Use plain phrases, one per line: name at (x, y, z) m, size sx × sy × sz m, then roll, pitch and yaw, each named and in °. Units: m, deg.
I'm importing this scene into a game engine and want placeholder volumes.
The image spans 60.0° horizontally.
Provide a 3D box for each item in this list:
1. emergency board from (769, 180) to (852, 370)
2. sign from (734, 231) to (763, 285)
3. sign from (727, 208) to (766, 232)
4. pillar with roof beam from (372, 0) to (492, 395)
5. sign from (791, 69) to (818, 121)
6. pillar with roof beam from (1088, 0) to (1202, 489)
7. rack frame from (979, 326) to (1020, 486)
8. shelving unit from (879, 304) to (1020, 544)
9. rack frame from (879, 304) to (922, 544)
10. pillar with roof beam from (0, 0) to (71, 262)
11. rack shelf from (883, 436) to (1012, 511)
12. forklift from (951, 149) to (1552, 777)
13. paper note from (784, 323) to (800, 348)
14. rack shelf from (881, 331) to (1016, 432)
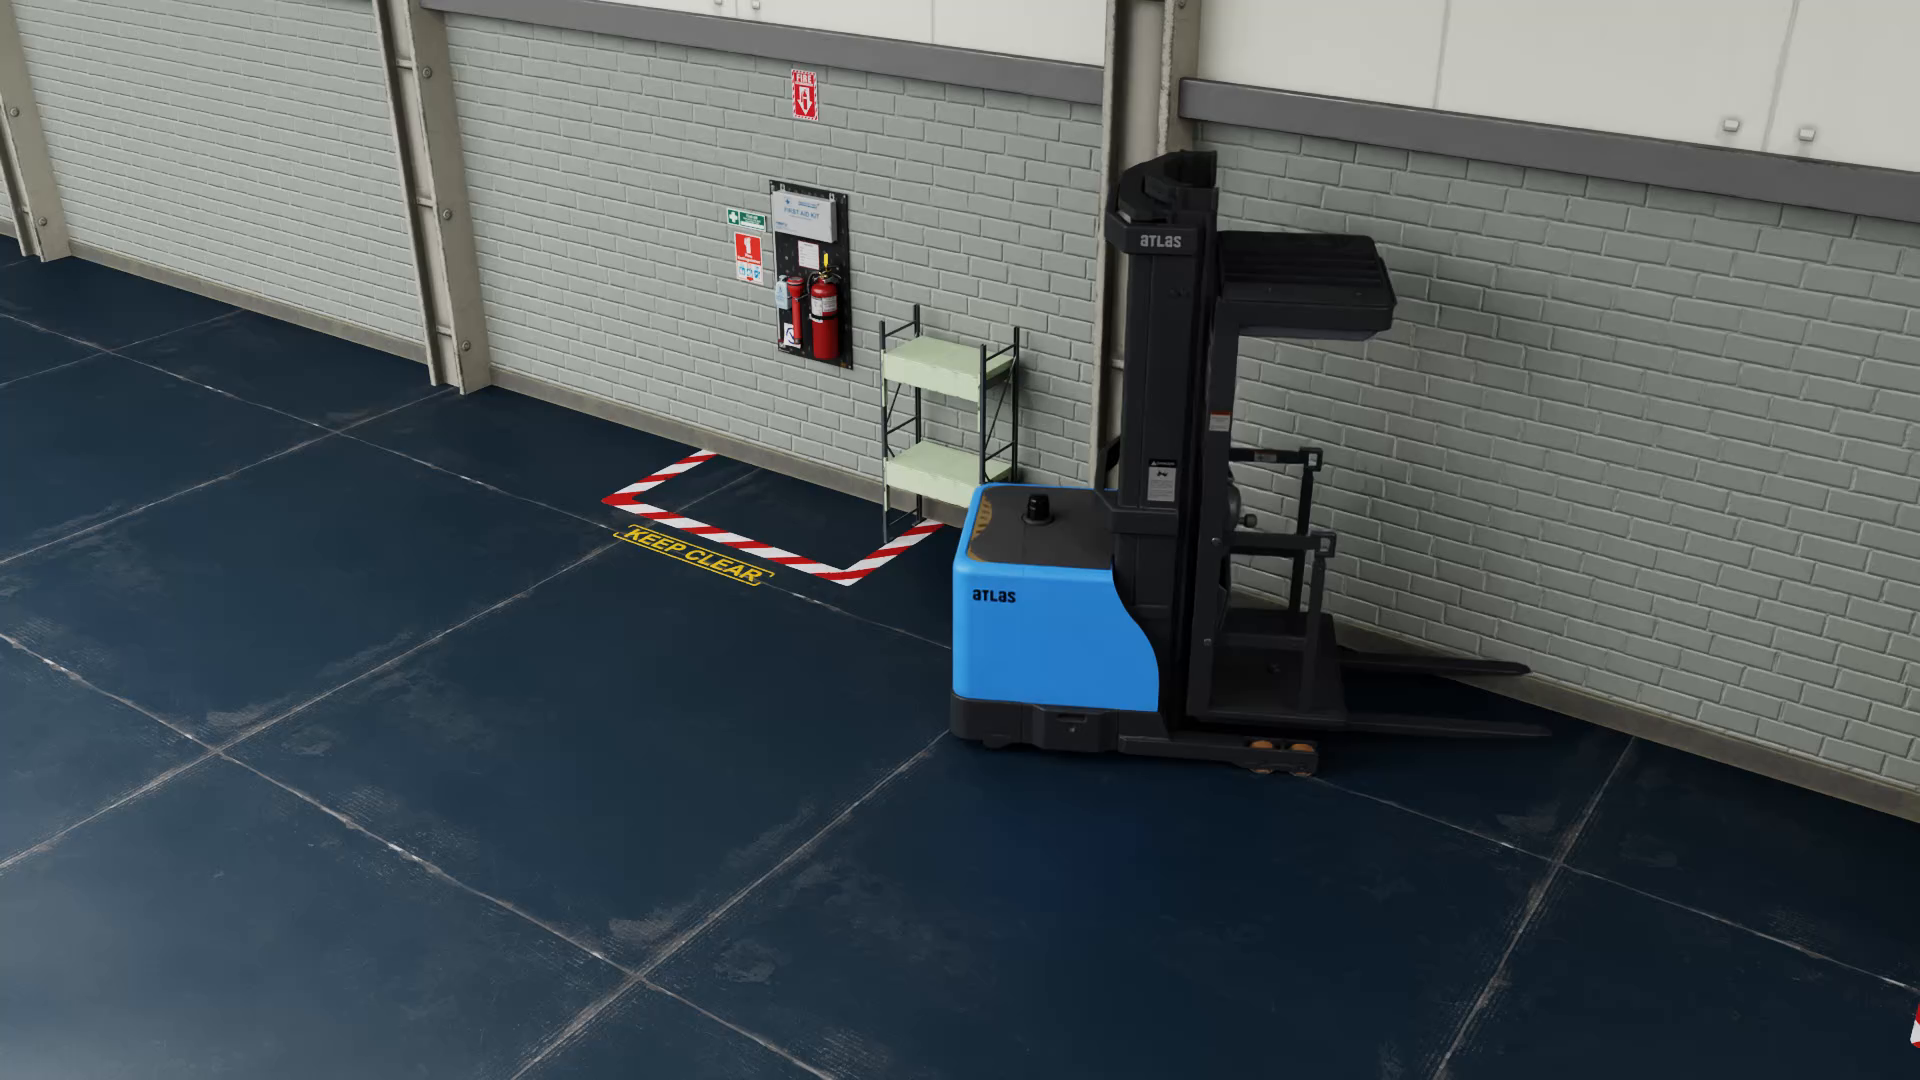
emergency board at (-1.013, -1.685, 10.754) m, size 0.643 × 1.169 × 0.194 m, roll 17°, pitch 32°, yaw 30°
sign at (-1.410, -1.881, 11.100) m, size 0.234 × 0.329 × 0.001 m, roll 17°, pitch 32°, yaw 30°
sign at (-1.411, -2.113, 10.971) m, size 0.331 × 0.109 × 0.001 m, roll 17°, pitch 32°, yaw 30°
pillar with roof beam at (-6.380, -3.641, 7.983) m, size 0.400 × 9.000 × 9.100 m, roll 17°, pitch 32°, yaw 30°
sign at (-0.963, -2.757, 10.305) m, size 0.199 × 0.298 × 0.001 m, roll 17°, pitch 32°, yaw 30°
pillar with roof beam at (-1.435, -2.100, 4.955) m, size 0.400 × 9.000 × 9.100 m, roll 17°, pitch 32°, yaw 30°
rack frame at (0.237, -0.535, 10.147) m, size 0.023 × 1.500 × 0.400 m, roll 17°, pitch 32°, yaw 30°
shelving unit at (-0.066, -0.628, 10.330) m, size 0.755 × 1.500 × 0.431 m, roll 17°, pitch 32°, yaw 30°
rack frame at (-0.369, -0.721, 10.512) m, size 0.023 × 1.500 × 0.400 m, roll 17°, pitch 32°, yaw 30°
pillar with roof beam at (-11.326, -5.182, 11.010) m, size 0.400 × 9.000 × 9.100 m, roll 17°, pitch 32°, yaw 30°
rack shelf at (-0.066, -0.337, 10.478) m, size 0.720 × 0.370 × 0.431 m, roll 17°, pitch 32°, yaw 30°
forklift at (1.509, -0.367, 8.239) m, size 3.031 × 2.935 × 1.130 m, roll 3°, pitch 27°, yaw 7°
paper note at (-1.120, -1.364, 11.093) m, size 0.142 × 0.148 × 0.016 m, roll 17°, pitch 32°, yaw 30°
rack shelf at (-0.066, -0.976, 10.153) m, size 0.720 × 0.370 × 0.431 m, roll 17°, pitch 32°, yaw 30°
